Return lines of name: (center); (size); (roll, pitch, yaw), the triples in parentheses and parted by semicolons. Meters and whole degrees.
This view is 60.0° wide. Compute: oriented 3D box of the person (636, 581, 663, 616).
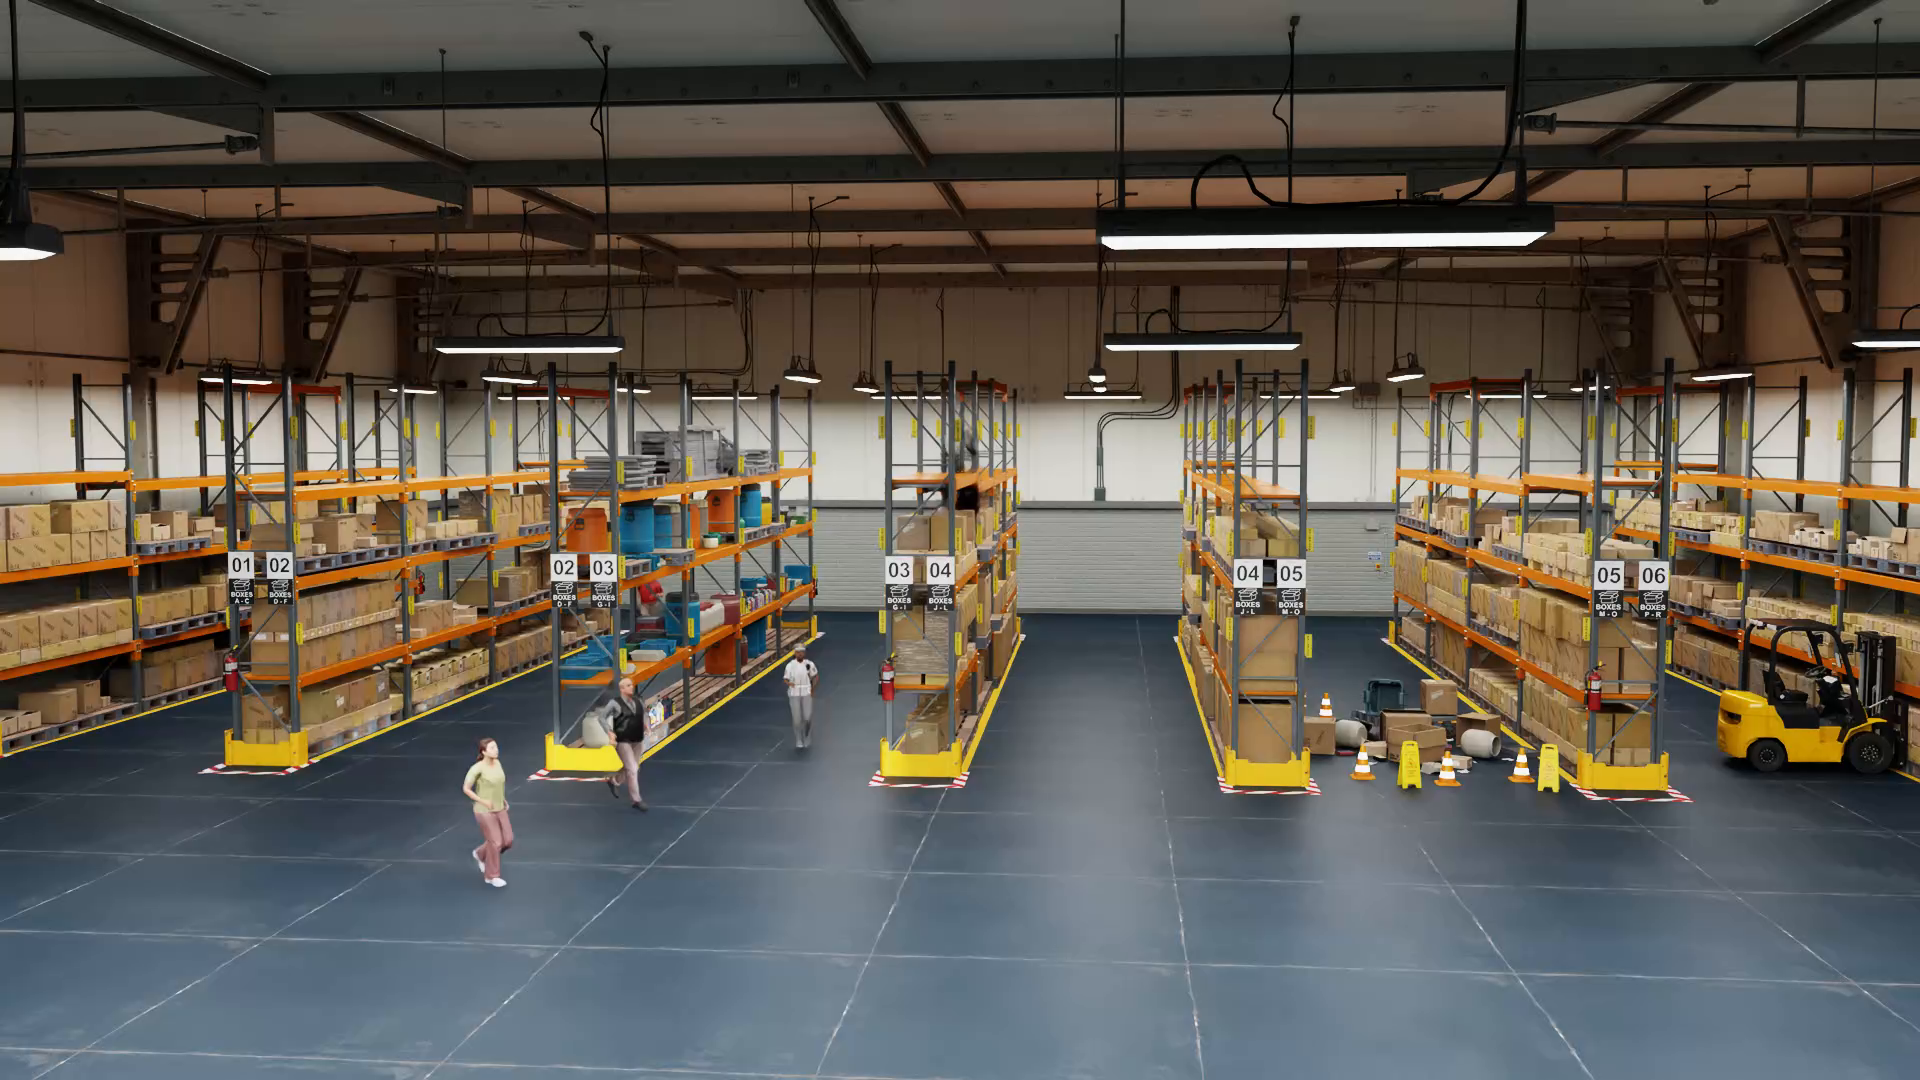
person: (-7.248, 1.597, 38.808); (0.674, 1.757, 0.976); (0, 4, -1)

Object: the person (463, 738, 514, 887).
person: (-5.229, 2.983, 18.314); (0.548, 1.637, 0.585); (2, 4, 29)

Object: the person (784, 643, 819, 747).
person: (-2.485, 2.446, 26.087); (0.563, 1.663, 0.572); (0, 4, -6)

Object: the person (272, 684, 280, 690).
person: (-11.776, 2.297, 28.975); (0.503, 1.617, 0.682); (0, 4, -4)

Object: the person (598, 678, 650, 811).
person: (-4.422, 2.682, 22.047); (0.938, 1.706, 0.677); (3, 5, 39)
